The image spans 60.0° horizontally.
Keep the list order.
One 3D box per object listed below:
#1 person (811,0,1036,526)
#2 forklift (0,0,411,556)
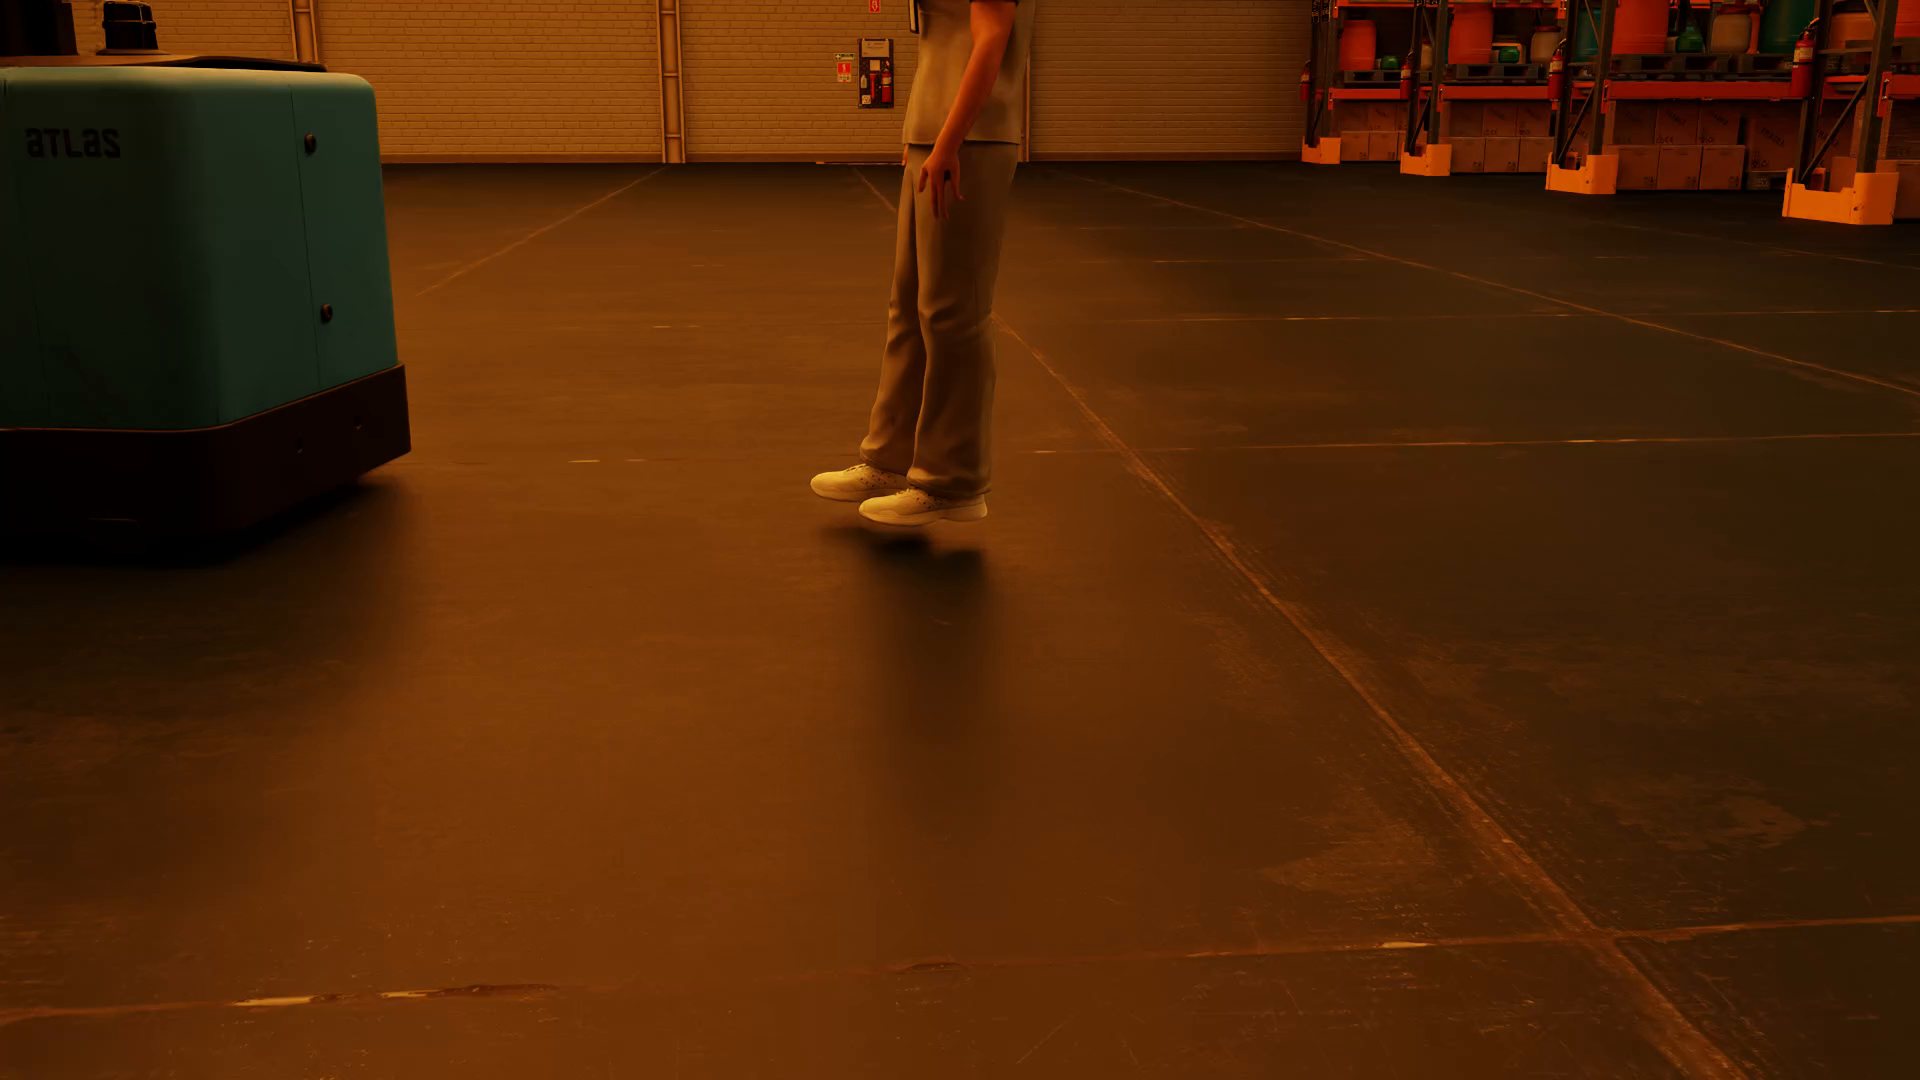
[{"bbox_3d":[-0.074,-0.858,3.716,0.549,1.675,0.549,-1,15,-5],"label":"person"},{"bbox_3d":[-3.067,-1.526,3.974,3.031,2.935,1.130,2,15,7],"label":"forklift"}]
